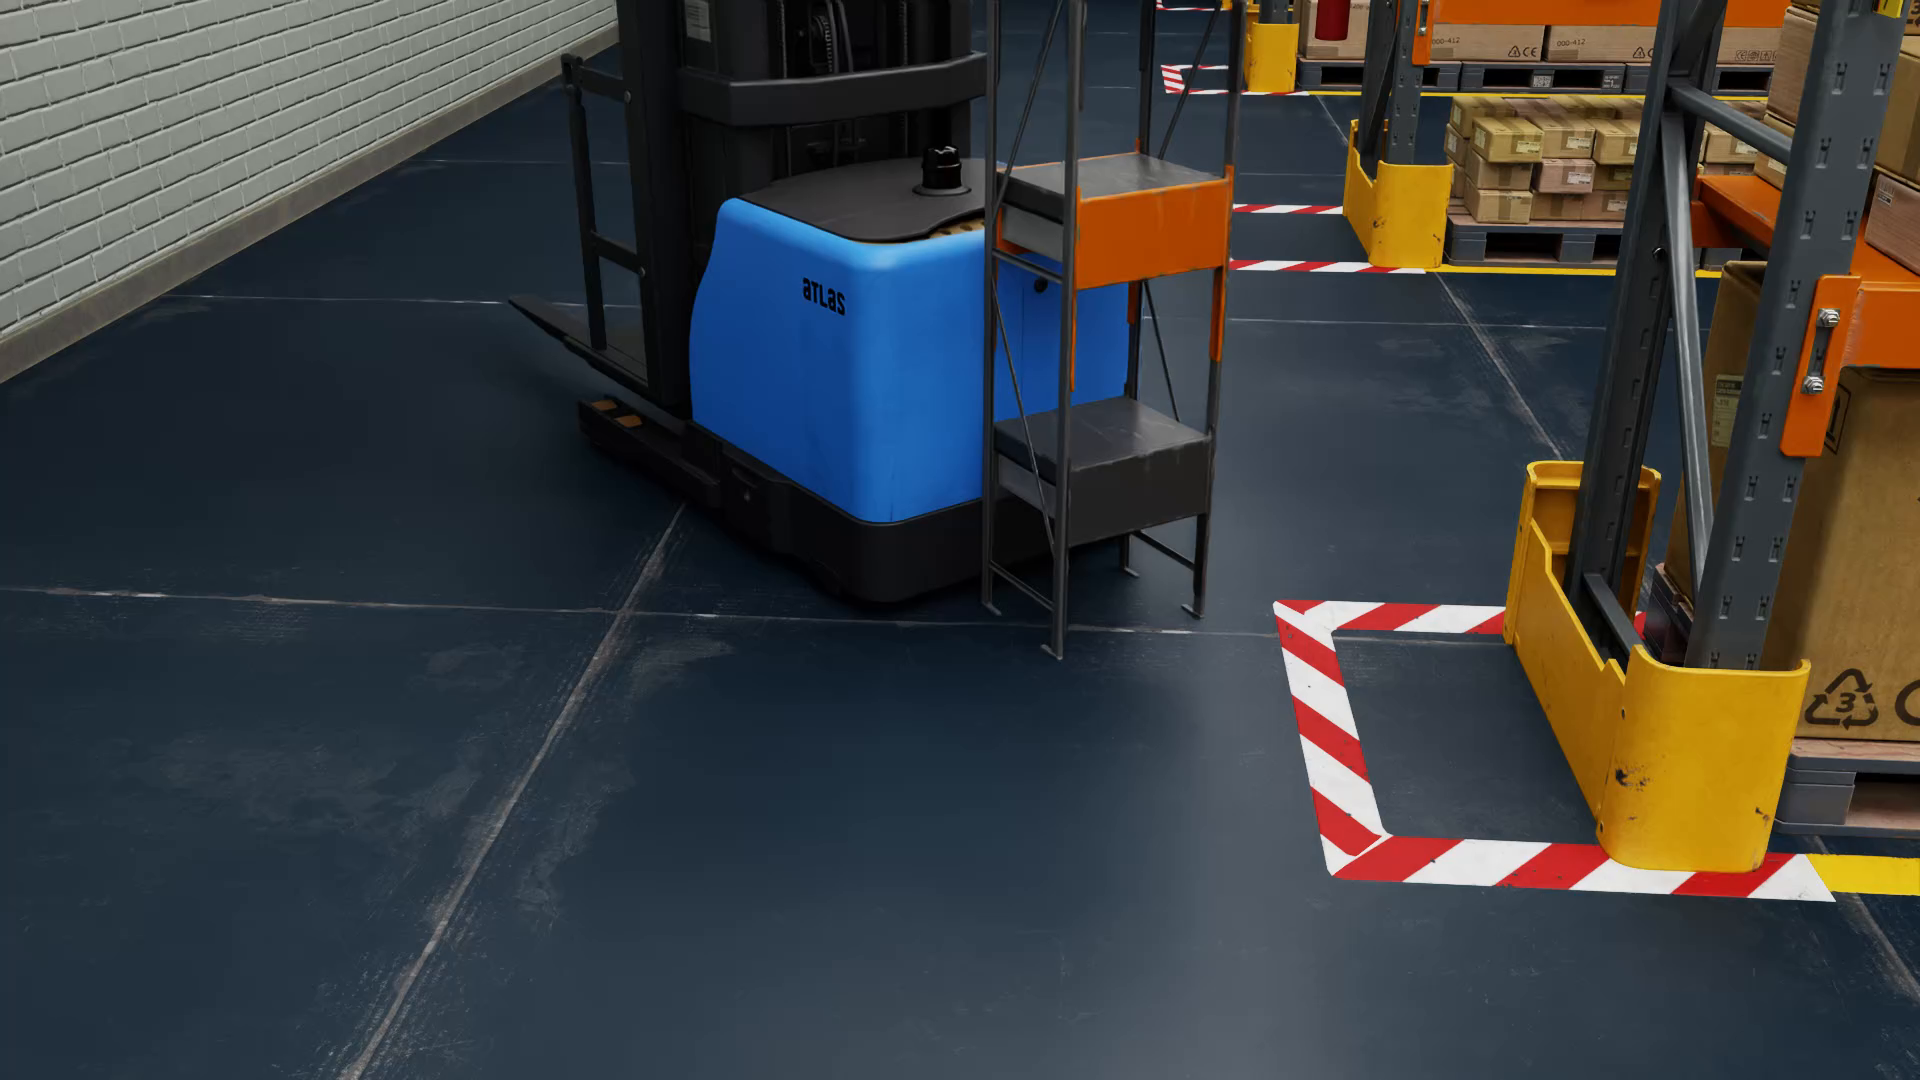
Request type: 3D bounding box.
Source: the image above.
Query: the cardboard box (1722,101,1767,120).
[{"bbox_3d":[4.002,-2.132,8.491,0.250,0.149,0.380,1,25,2],"label":"cardboard box"}]

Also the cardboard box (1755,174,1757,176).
[{"bbox_3d":[3.976,-1.830,8.190,0.250,0.149,0.380,3,25,7],"label":"cardboard box"}]

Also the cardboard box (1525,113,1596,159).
[{"bbox_3d":[2.941,-1.988,8.179,0.250,0.149,0.380,2,25,5],"label":"cardboard box"}]

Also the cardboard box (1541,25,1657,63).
[{"bbox_3d":[4.917,-3.998,12.913,0.875,0.438,0.875,1,25,2],"label":"cardboard box"}]

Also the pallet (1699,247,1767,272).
[{"bbox_3d":[4.257,-1.589,8.452,1.213,0.211,1.003,2,25,4],"label":"pallet"}]

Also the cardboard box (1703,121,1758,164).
[{"bbox_3d":[3.712,-1.941,8.076,0.250,0.149,0.380,3,25,6],"label":"cardboard box"}]

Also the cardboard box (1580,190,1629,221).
[{"bbox_3d":[3.174,-1.706,8.276,0.250,0.149,0.380,2,25,5],"label":"cardboard box"}]

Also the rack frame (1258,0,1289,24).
[{"bbox_3d":[2.439,-5.006,12.540,0.127,3.000,1.000,2,25,4],"label":"rack frame"}]

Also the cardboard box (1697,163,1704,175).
[{"bbox_3d":[3.431,-1.790,8.104,0.250,0.149,0.380,3,25,6],"label":"cardboard box"}]

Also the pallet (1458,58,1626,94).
[{"bbox_3d":[4.455,-3.706,13.051,1.213,0.211,1.003,2,25,4],"label":"pallet"}]

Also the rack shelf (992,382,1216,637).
[{"bbox_3d":[0.381,-0.098,4.656,0.480,0.518,0.431,-14,28,-28],"label":"rack shelf"}]

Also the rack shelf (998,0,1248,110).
[{"bbox_3d":[0.384,-1.370,4.072,0.480,0.518,0.431,-14,28,-28],"label":"rack shelf"}]

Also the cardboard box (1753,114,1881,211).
[{"bbox_3d":[2.061,-0.887,3.890,0.250,0.149,0.380,2,25,5],"label":"cardboard box"}]

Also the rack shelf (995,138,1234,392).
[{"bbox_3d":[0.383,-0.734,4.364,0.480,0.518,0.431,-14,28,-28],"label":"rack shelf"}]

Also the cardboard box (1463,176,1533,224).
[{"bbox_3d":[2.659,-1.685,8.232,0.250,0.149,0.380,2,25,5],"label":"cardboard box"}]

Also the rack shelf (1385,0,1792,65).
[{"bbox_3d":[4.155,-2.549,8.061,4.000,0.370,1.077,2,25,4],"label":"rack shelf"}]

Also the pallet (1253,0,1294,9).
[{"bbox_3d":[3.686,-5.780,17.560,1.213,0.211,1.003,2,25,4],"label":"pallet"}]

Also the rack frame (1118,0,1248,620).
[{"bbox_3d":[0.592,-0.798,4.472,0.015,2.100,0.400,-14,28,-28],"label":"rack frame"}]

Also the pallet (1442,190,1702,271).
[{"bbox_3d":[3.044,-1.630,8.539,1.213,0.211,1.003,2,25,4],"label":"pallet"}]

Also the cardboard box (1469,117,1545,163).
[{"bbox_3d":[2.657,-1.947,8.089,0.250,0.149,0.380,1,25,2],"label":"cardboard box"}]

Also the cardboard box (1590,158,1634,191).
[{"bbox_3d":[3.183,-1.843,8.220,0.250,0.149,0.380,2,25,5],"label":"cardboard box"}]

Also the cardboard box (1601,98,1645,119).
[{"bbox_3d":[3.475,-2.172,8.578,0.250,0.149,0.380,1,25,2],"label":"cardboard box"}]

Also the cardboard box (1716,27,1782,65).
[{"bbox_3d":[5.809,-3.969,12.851,0.875,0.438,0.875,1,25,3],"label":"cardboard box"}]

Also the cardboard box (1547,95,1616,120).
[{"bbox_3d":[3.222,-2.207,8.654,0.250,0.149,0.380,1,25,3],"label":"cardboard box"}]

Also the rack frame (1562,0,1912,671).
[{"bbox_3d":[1.680,-0.875,3.564,0.127,3.000,1.000,2,25,4],"label":"rack frame"}]

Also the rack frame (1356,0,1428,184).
[{"bbox_3d":[2.161,-2.939,8.050,0.127,3.000,1.000,2,25,4],"label":"rack frame"}]

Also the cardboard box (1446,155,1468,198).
[{"bbox_3d":[2.702,-1.905,8.710,0.250,0.149,0.380,2,25,5],"label":"cardboard box"}]

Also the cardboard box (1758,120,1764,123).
[{"bbox_3d":[3.971,-1.913,8.016,0.250,0.149,0.380,2,25,5],"label":"cardboard box"}]

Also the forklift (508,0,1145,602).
[{"bbox_3d":[-0.714,-1.712,5.463,1.130,2.935,3.031,-17,30,-33],"label":"forklift"}]

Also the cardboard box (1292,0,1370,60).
[{"bbox_3d":[3.105,-4.053,13.033,0.875,0.438,0.875,1,25,2],"label":"cardboard box"}]

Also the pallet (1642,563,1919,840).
[{"bbox_3d":[2.483,0.384,4.162,1.213,0.211,1.003,2,25,4],"label":"pallet"}]

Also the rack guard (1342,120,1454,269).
[{"bbox_3d":[2.236,-1.801,8.567,0.348,0.500,1.175,2,25,4],"label":"rack guard"}]

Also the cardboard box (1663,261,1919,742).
[{"bbox_3d":[2.325,-0.114,3.949,0.875,0.875,0.875,2,25,4],"label":"cardboard box"}]

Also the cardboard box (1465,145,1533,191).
[{"bbox_3d":[2.663,-1.847,8.227,0.250,0.149,0.380,3,25,6],"label":"cardboard box"}]

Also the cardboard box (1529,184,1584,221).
[{"bbox_3d":[2.926,-1.711,8.288,0.250,0.149,0.380,2,25,4],"label":"cardboard box"}]

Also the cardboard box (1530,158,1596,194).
[{"bbox_3d":[2.932,-1.814,8.157,0.250,0.149,0.380,2,25,4],"label":"cardboard box"}]

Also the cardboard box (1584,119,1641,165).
[{"bbox_3d":[3.183,-1.927,8.046,0.250,0.149,0.380,2,25,4],"label":"cardboard box"}]

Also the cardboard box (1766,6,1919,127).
[{"bbox_3d":[2.184,-1.038,3.740,0.500,0.250,0.500,1,25,3],"label":"cardboard box"}]

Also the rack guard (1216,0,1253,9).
[{"bbox_3d":[2.891,-5.937,17.554,0.348,0.500,1.175,2,25,4],"label":"rack guard"}]

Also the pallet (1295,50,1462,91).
[{"bbox_3d":[3.242,-3.746,13.139,1.213,0.211,1.003,2,25,4],"label":"pallet"}]

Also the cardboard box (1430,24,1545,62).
[{"bbox_3d":[4.018,-4.027,12.977,0.875,0.438,0.875,2,25,5],"label":"cardboard box"}]

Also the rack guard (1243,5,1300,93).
[{"bbox_3d":[2.415,-3.871,13.065,0.348,0.500,1.175,2,25,4],"label":"rack guard"}]

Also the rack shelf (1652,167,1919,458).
[{"bbox_3d":[3.674,-0.485,3.575,4.000,0.370,1.077,2,25,4],"label":"rack shelf"}]

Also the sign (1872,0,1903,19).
[{"bbox_3d":[1.632,-1.074,2.864,0.005,0.325,0.100,2,25,4],"label":"sign"}]

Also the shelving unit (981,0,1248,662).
[{"bbox_3d":[0.383,-0.746,4.358,0.503,2.100,0.431,-14,28,-28],"label":"shelving unit"}]

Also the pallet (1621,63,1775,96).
[{"bbox_3d":[5.675,-3.668,12.969,1.213,0.211,1.003,2,25,4],"label":"pallet"}]

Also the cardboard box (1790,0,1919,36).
[{"bbox_3d":[2.186,-1.377,3.581,0.500,0.500,0.500,2,25,5],"label":"cardboard box"}]

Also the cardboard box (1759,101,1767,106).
[{"bbox_3d":[4.265,-2.135,8.499,0.250,0.149,0.380,2,25,4],"label":"cardboard box"}]

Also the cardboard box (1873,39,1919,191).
[{"bbox_3d":[2.138,-0.815,3.255,0.500,0.250,0.500,1,25,3],"label":"cardboard box"}]

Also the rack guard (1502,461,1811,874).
[{"bbox_3d":[1.656,0.259,4.088,0.348,0.500,1.175,2,25,4],"label":"rack guard"}]

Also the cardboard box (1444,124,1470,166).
[{"bbox_3d":[2.709,-2.072,8.718,0.250,0.149,0.380,1,25,3],"label":"cardboard box"}]

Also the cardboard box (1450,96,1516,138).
[{"bbox_3d":[2.708,-2.194,8.626,0.250,0.149,0.380,2,25,5],"label":"cardboard box"}]

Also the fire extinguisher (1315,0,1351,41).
[{"bbox_3d":[1.945,-2.935,8.579,0.183,0.674,0.296,2,25,4],"label":"fire extinguisher"}]

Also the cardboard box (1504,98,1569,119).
[{"bbox_3d":[2.954,-2.162,8.557,0.250,0.149,0.380,2,25,5],"label":"cardboard box"}]

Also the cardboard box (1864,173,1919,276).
[{"bbox_3d":[2.009,-0.612,3.293,0.250,0.149,0.380,2,25,5],"label":"cardboard box"}]

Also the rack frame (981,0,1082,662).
[{"bbox_3d":[0.173,-0.695,4.245,0.015,2.100,0.400,-14,28,-28],"label":"rack frame"}]

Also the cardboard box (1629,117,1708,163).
[{"bbox_3d":[3.436,-1.953,8.103,0.250,0.149,0.380,1,25,1],"label":"cardboard box"}]
